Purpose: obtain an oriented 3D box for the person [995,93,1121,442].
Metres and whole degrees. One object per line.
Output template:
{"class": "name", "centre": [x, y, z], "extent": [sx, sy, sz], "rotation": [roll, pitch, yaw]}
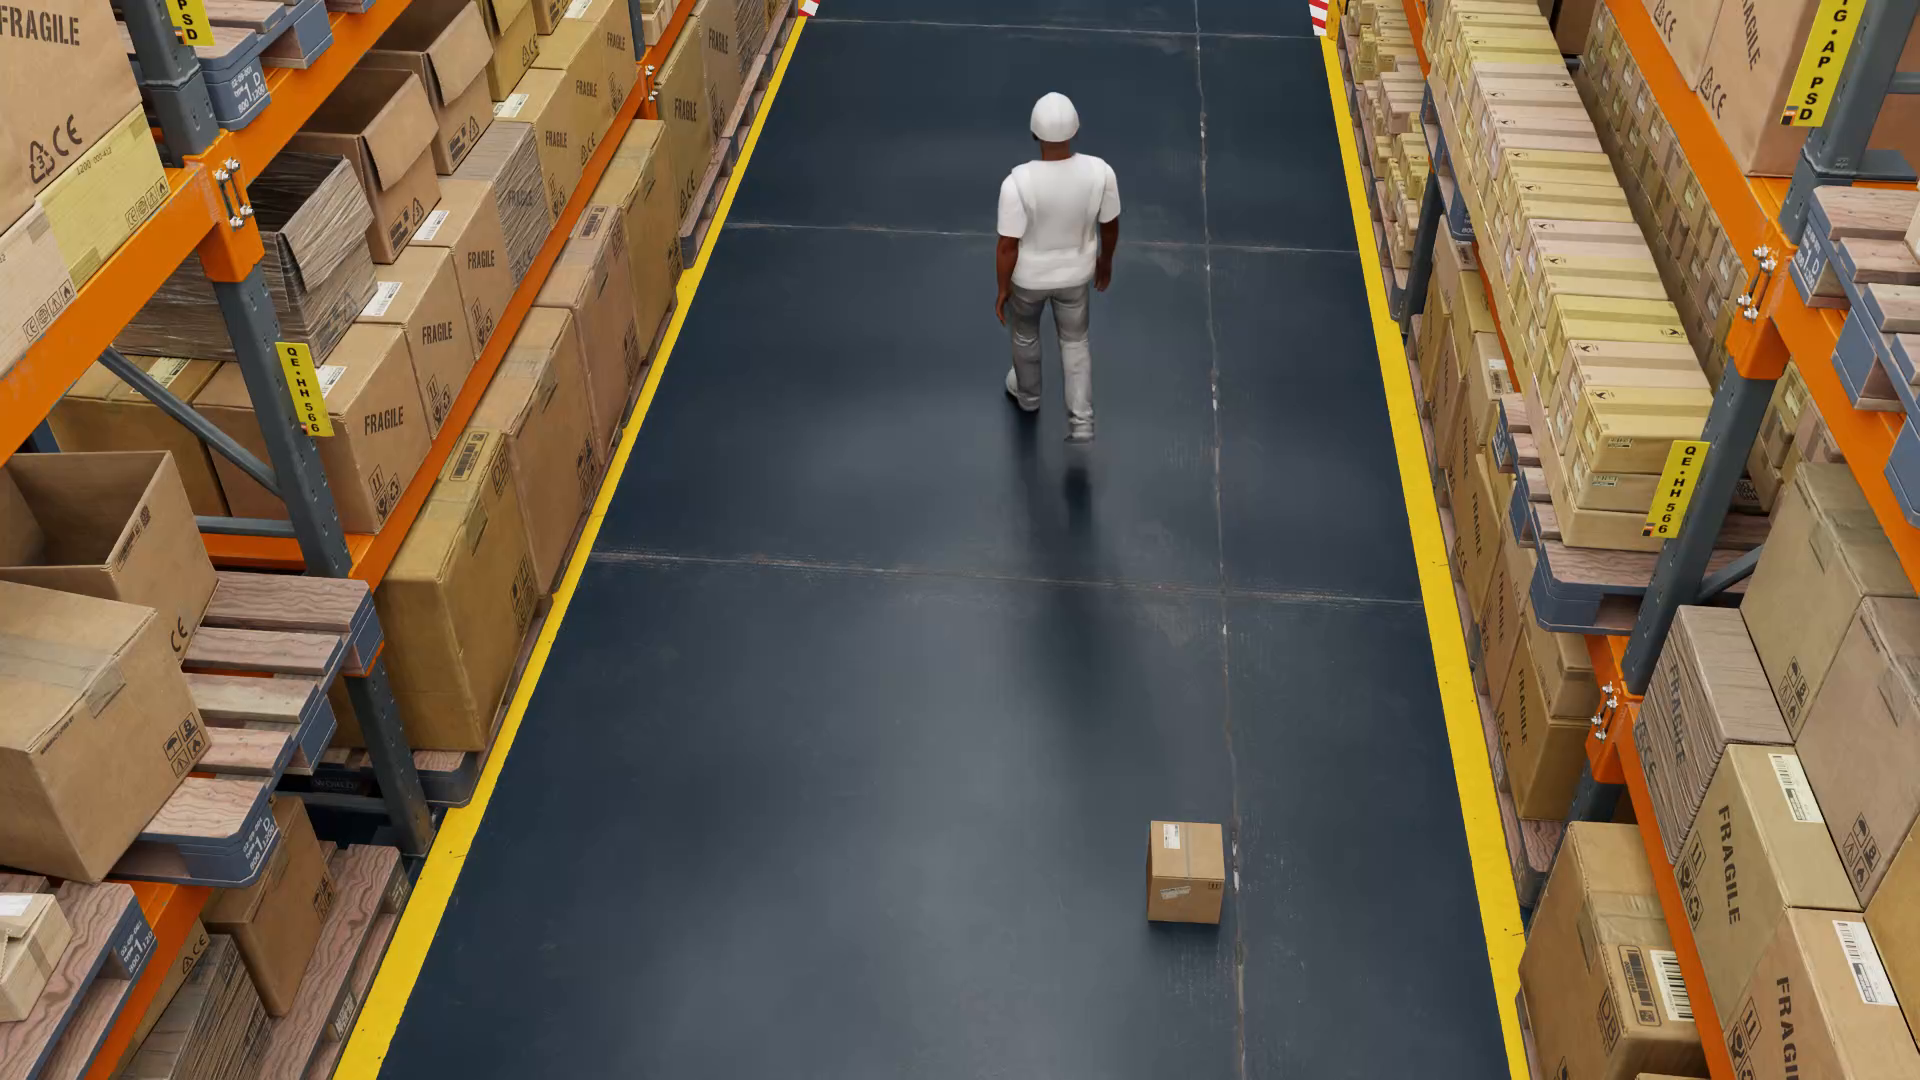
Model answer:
{"class": "person", "centre": [0.436, -1.222, 7.593], "extent": [0.580, 1.740, 0.879], "rotation": [-6, 40, -8]}
